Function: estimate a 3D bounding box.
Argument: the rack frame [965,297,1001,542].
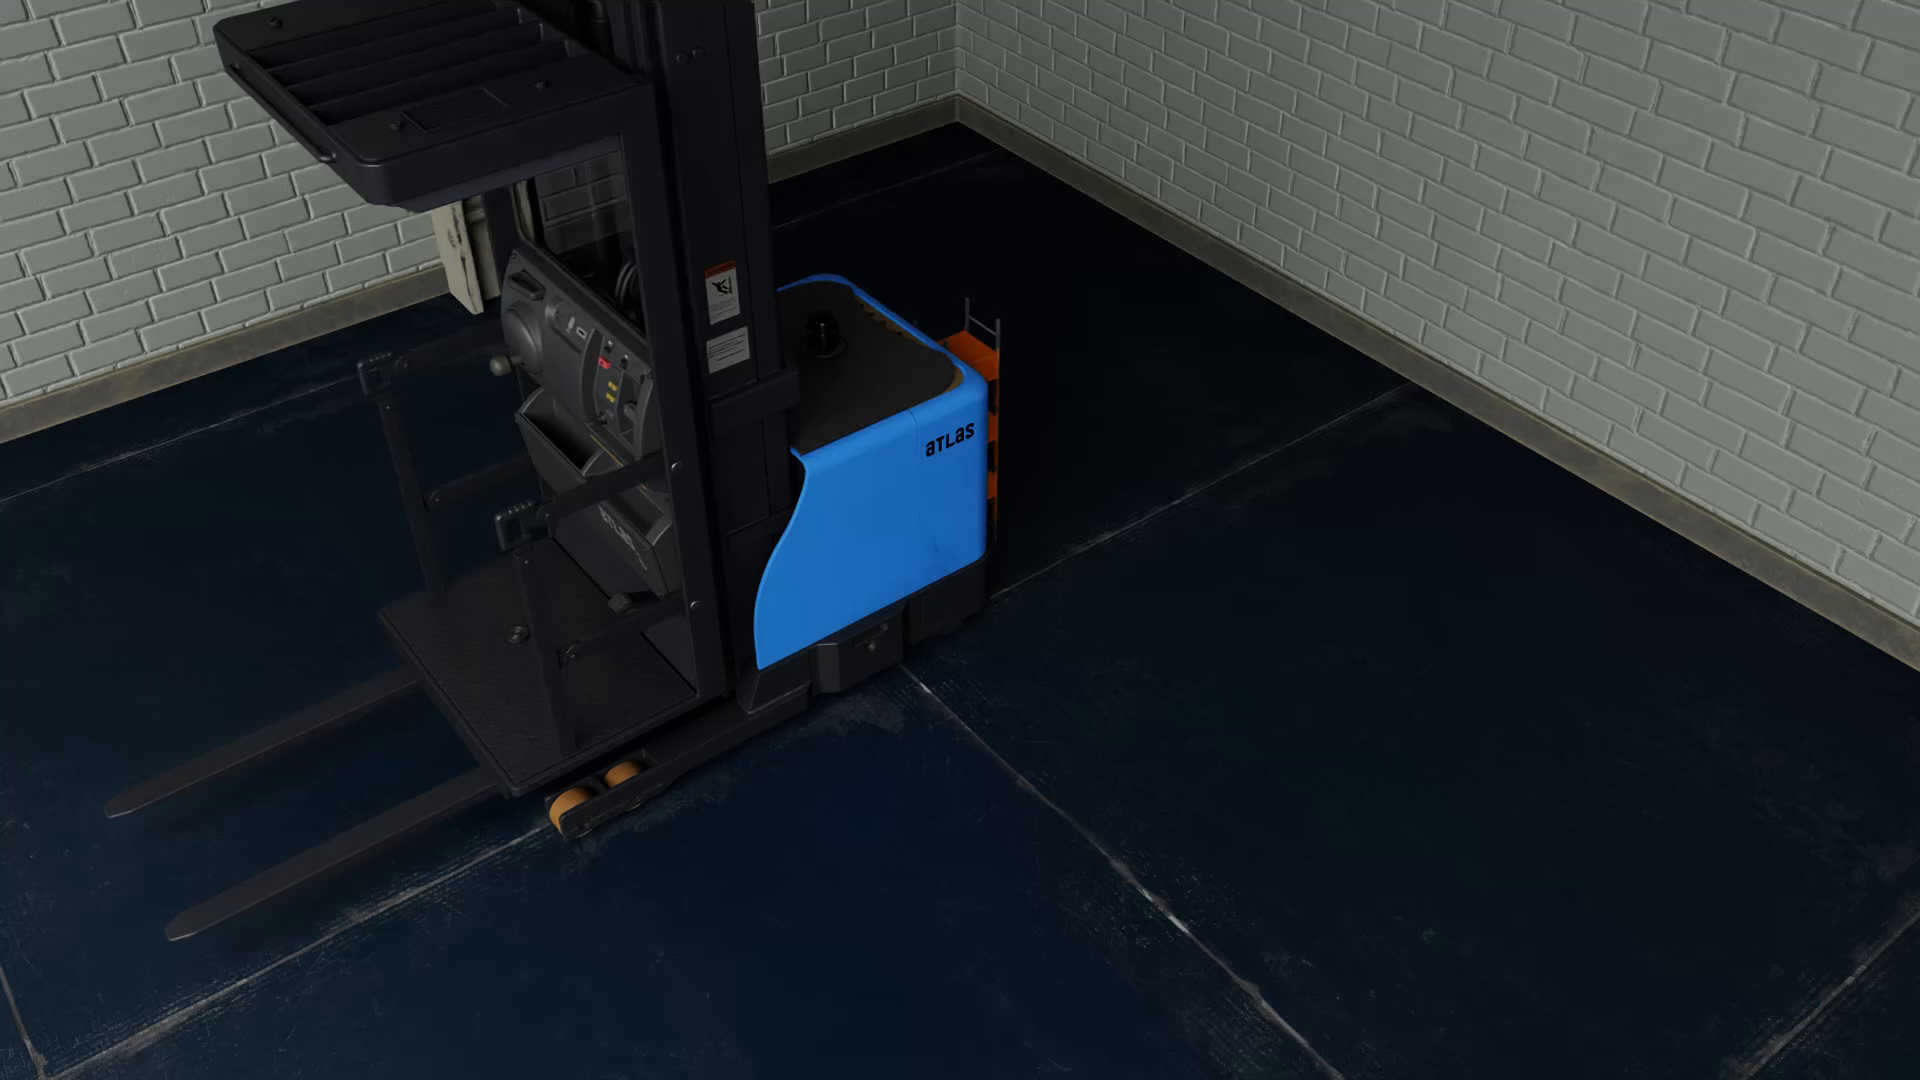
[{"bbox_3d":[0.084,-0.448,6.468,0.008,1.050,0.200,-26,46,-28],"label":"rack frame"}]

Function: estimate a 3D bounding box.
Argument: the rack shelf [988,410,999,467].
[{"bbox_3d":[-0.012,-0.392,6.417,0.240,0.259,0.215,-26,46,-28],"label":"rack shelf"}]

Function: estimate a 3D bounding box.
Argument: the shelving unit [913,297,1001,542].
[{"bbox_3d":[-0.012,-0.400,6.410,0.252,1.050,0.215,-26,46,-28],"label":"shelving unit"}]

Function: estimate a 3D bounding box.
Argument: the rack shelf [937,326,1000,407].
[{"bbox_3d":[-0.012,-0.612,6.237,0.240,0.259,0.215,-26,46,-28],"label":"rack shelf"}]

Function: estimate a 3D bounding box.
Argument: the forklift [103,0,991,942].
[{"bbox_3d":[-1.360,-0.524,5.078,3.031,2.935,1.130,-26,46,-28],"label":"forklift"}]

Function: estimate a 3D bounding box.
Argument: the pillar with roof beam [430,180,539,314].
[{"bbox_3d":[0.324,-2.563,2.779,0.400,9.000,9.100,-26,46,-28],"label":"pillar with roof beam"}]

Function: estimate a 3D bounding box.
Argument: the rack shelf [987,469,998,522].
[{"bbox_3d":[-0.012,-0.177,6.593,0.240,0.259,0.215,-26,46,-28],"label":"rack shelf"}]

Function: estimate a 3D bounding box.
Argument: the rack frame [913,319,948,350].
[{"bbox_3d":[-0.109,-0.353,6.352,0.008,1.050,0.200,-26,46,-28],"label":"rack frame"}]
